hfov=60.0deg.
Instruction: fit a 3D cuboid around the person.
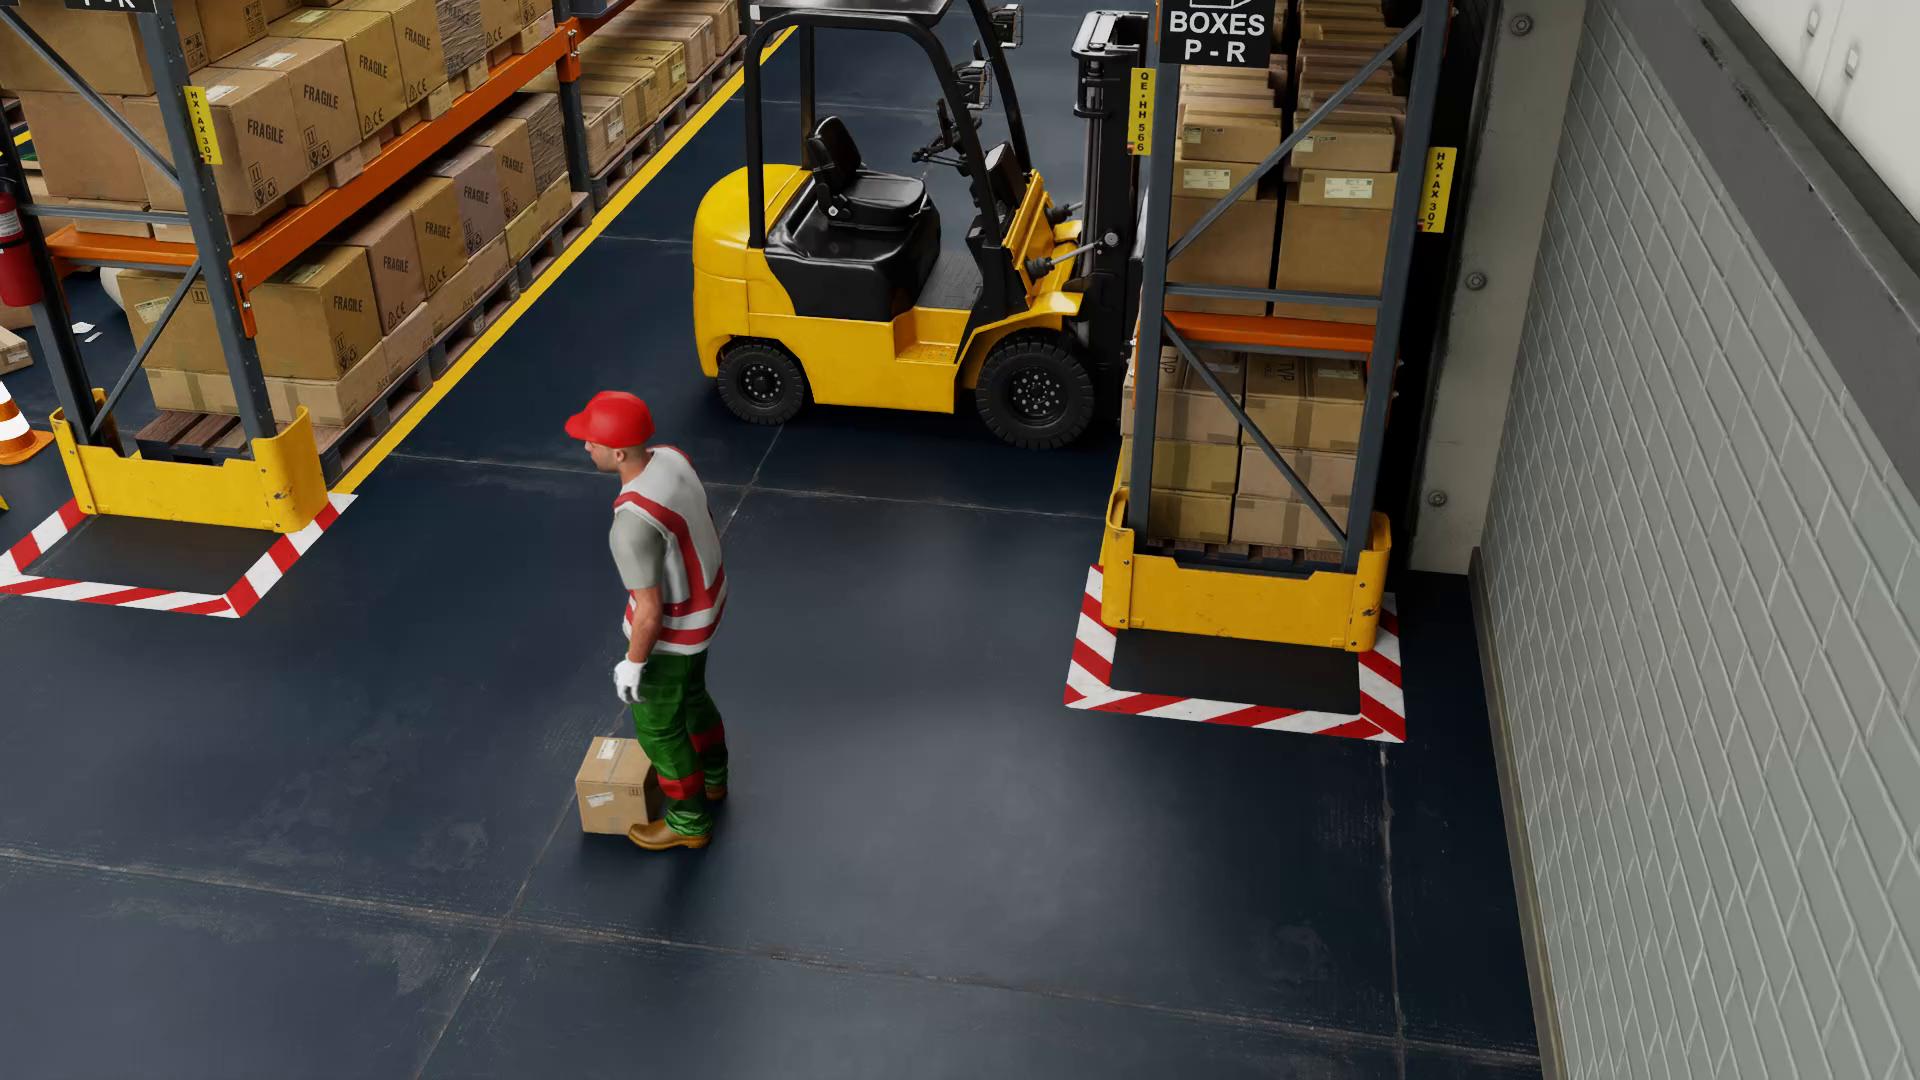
[{"bbox_3d":[-1.021,0.287,5.664,0.446,1.780,0.623,4,32,6],"label":"person"}]
